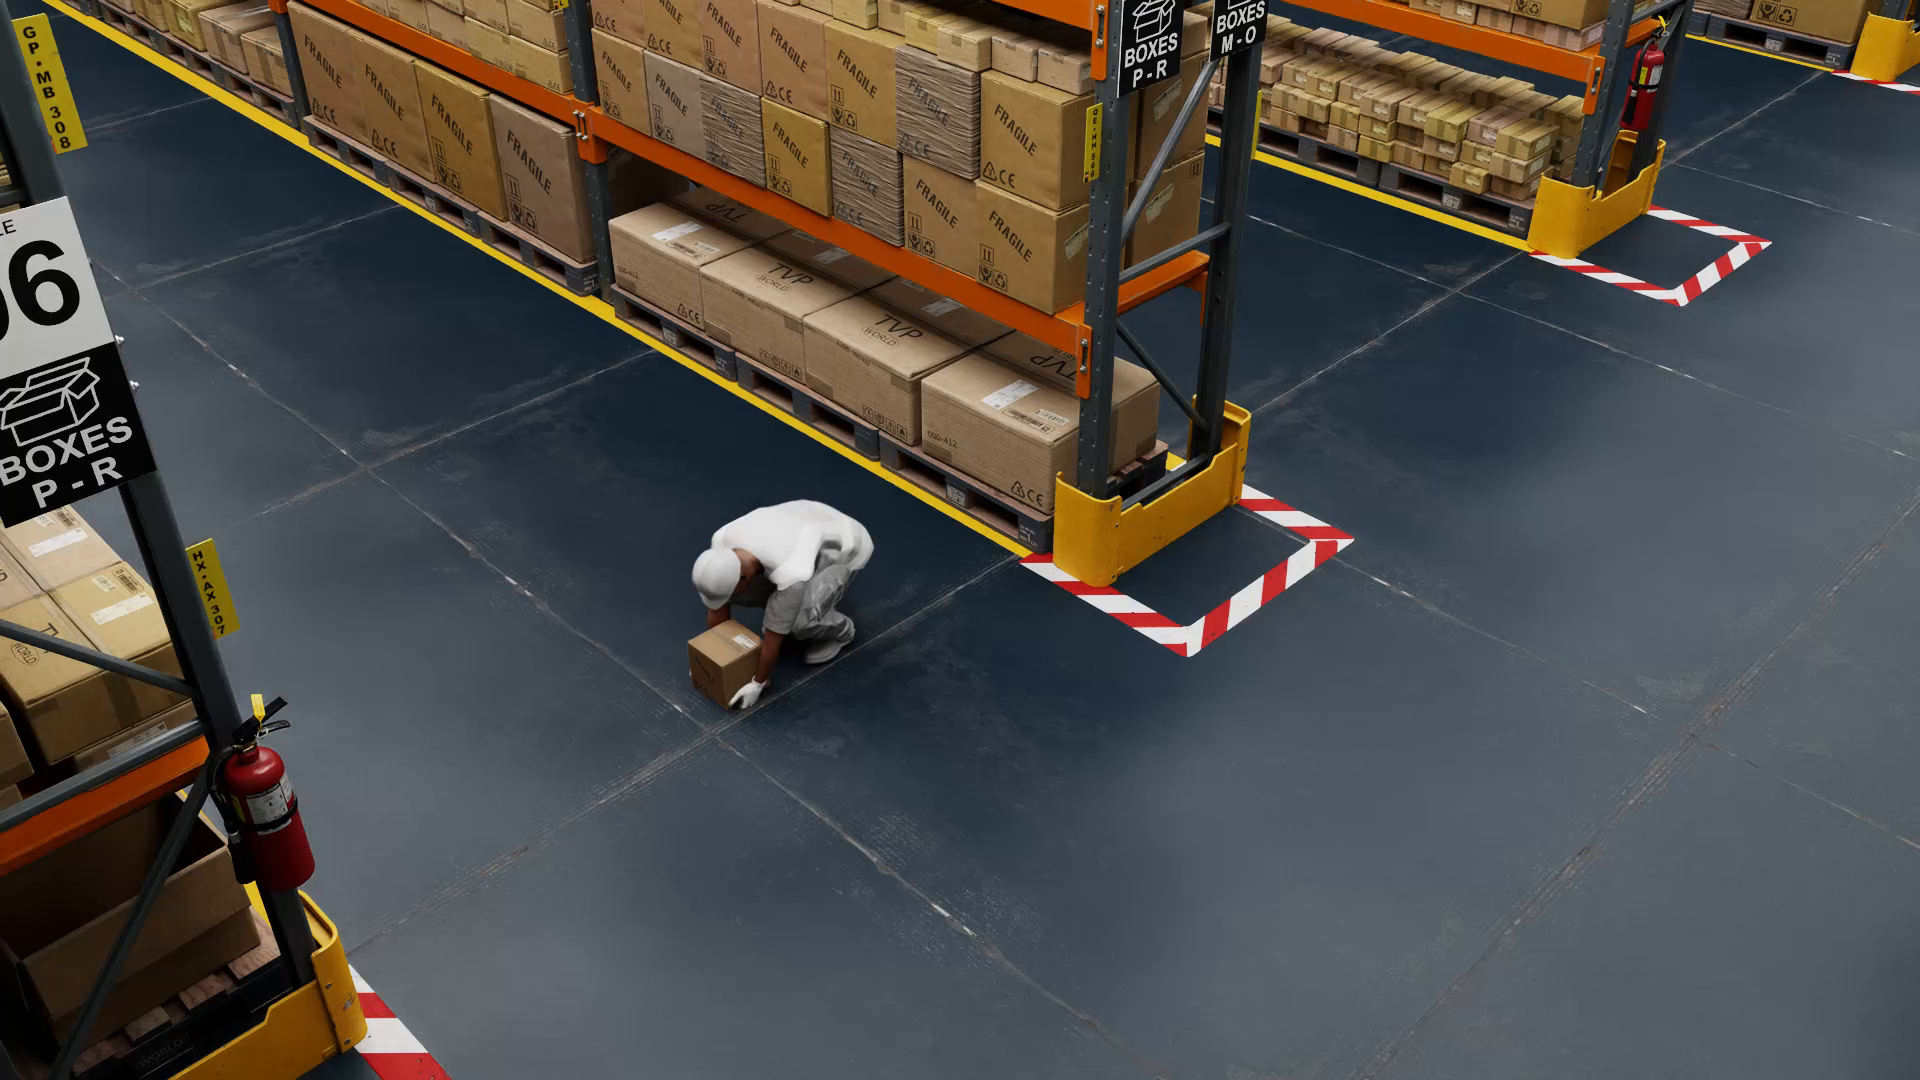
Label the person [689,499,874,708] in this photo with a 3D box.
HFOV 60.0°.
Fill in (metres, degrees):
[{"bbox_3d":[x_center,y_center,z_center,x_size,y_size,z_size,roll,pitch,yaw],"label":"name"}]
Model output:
[{"bbox_3d":[-0.794,0.240,7.446,0.568,0.864,0.952,29,44,35],"label":"person"}]
